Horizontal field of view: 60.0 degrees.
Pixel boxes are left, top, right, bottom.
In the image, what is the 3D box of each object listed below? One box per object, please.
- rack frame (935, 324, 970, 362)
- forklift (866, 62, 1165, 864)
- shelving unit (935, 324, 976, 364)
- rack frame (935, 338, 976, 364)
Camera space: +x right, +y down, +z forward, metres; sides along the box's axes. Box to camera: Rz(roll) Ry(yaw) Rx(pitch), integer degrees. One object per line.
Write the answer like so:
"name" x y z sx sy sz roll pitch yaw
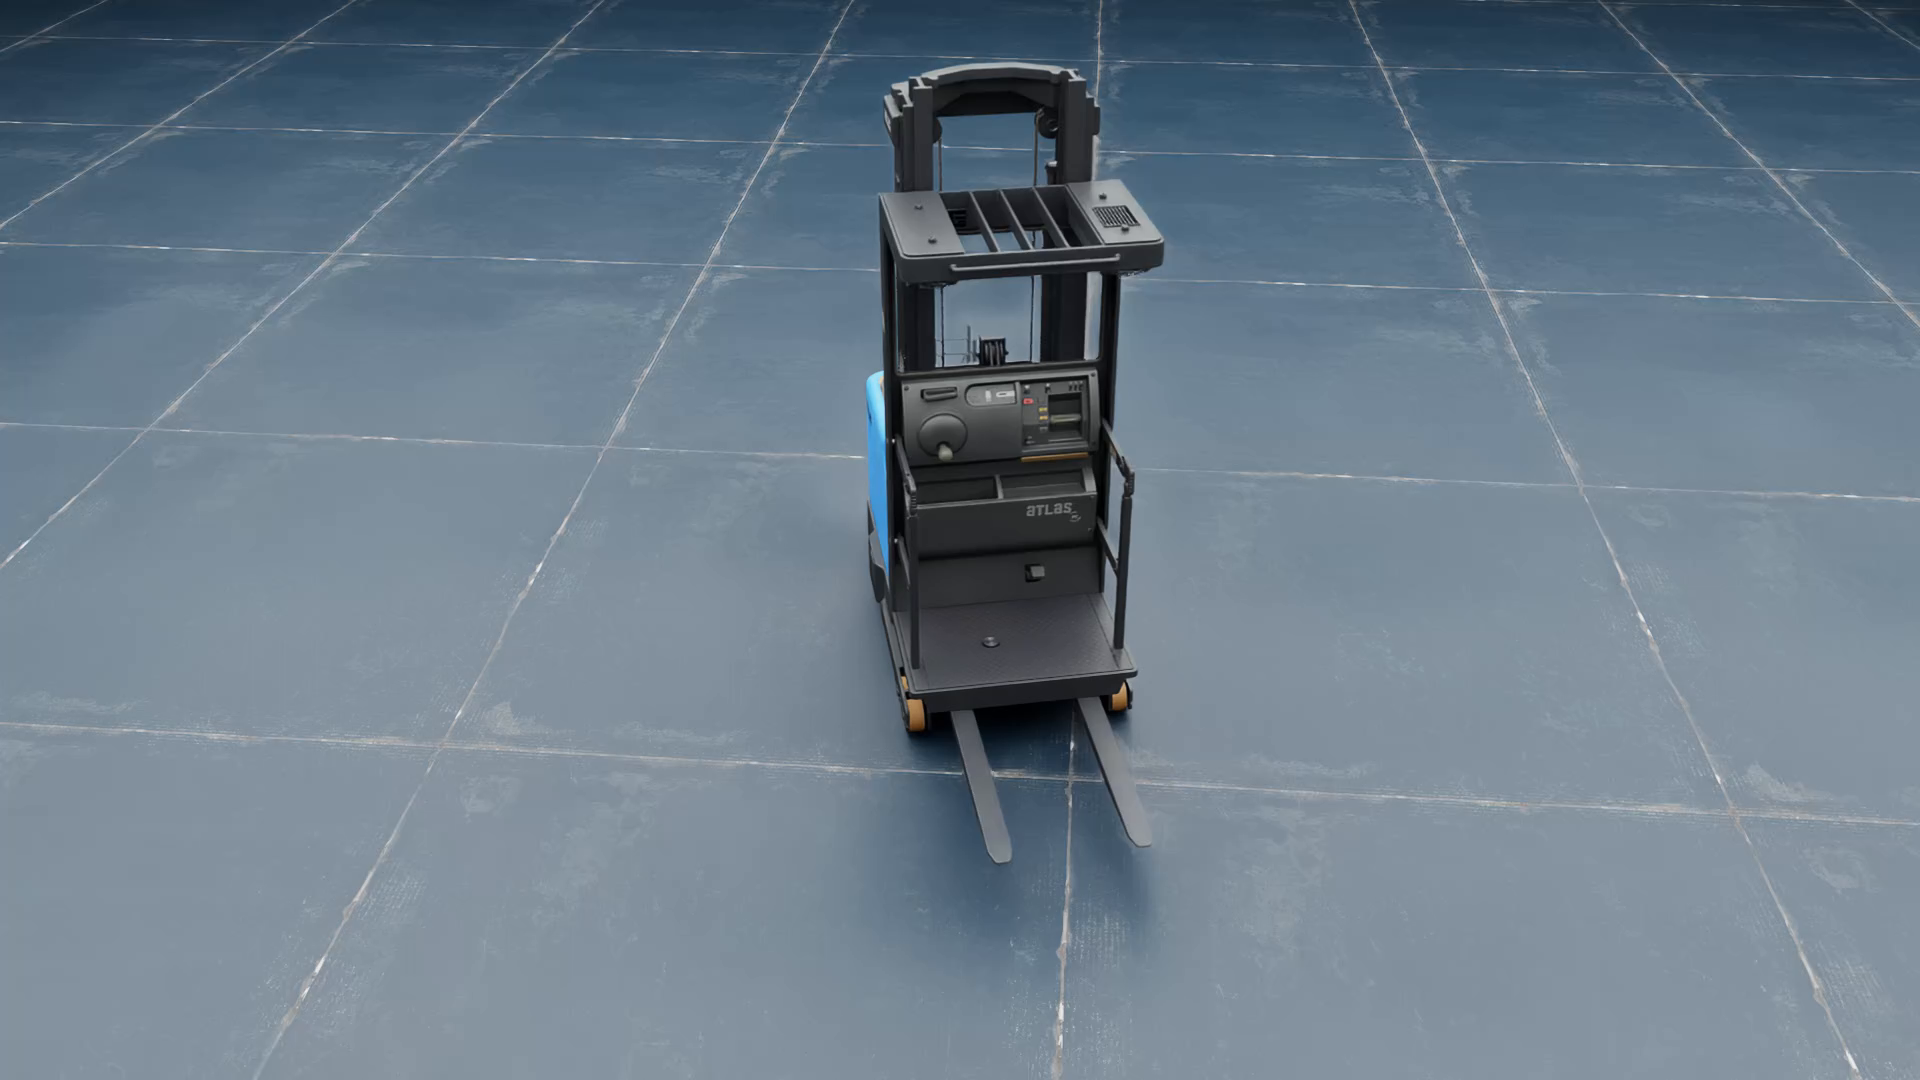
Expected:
"rack frame" -0.062 -0.670 9.473 0.240 1.200 0.006 -5 32 -8
"forklift" 0.230 -0.525 7.588 1.130 2.935 3.031 -5 32 -8
"shelving unit" -0.047 -0.622 9.397 0.258 1.200 0.189 -5 32 -8
"rack frame" -0.032 -0.575 9.320 0.240 1.200 0.006 -5 32 -8
